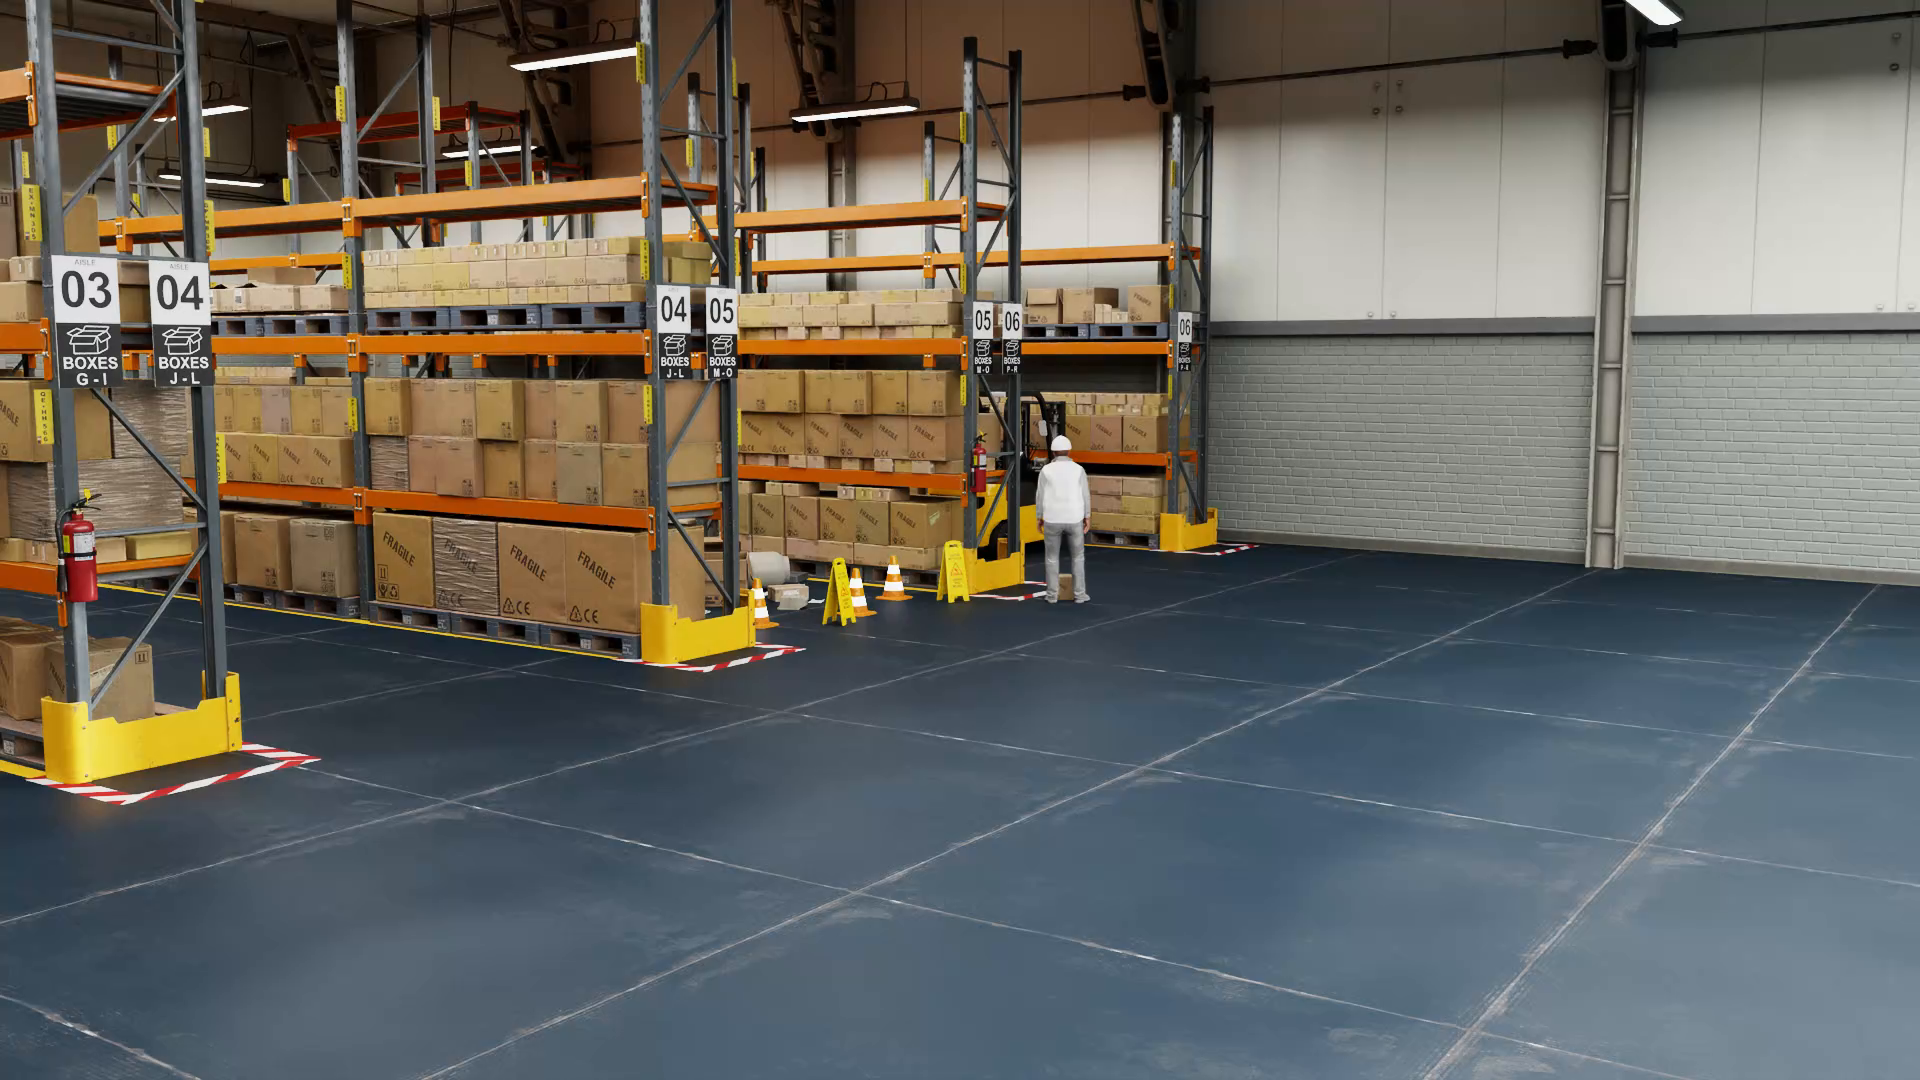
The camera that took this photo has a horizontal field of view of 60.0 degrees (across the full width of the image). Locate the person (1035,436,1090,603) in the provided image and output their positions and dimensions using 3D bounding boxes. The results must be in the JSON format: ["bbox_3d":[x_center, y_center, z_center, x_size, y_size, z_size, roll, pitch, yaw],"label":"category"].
[{"bbox_3d":[1.096,-0.220,17.659,0.594,1.771,0.464,0,6,3],"label":"person"}]
